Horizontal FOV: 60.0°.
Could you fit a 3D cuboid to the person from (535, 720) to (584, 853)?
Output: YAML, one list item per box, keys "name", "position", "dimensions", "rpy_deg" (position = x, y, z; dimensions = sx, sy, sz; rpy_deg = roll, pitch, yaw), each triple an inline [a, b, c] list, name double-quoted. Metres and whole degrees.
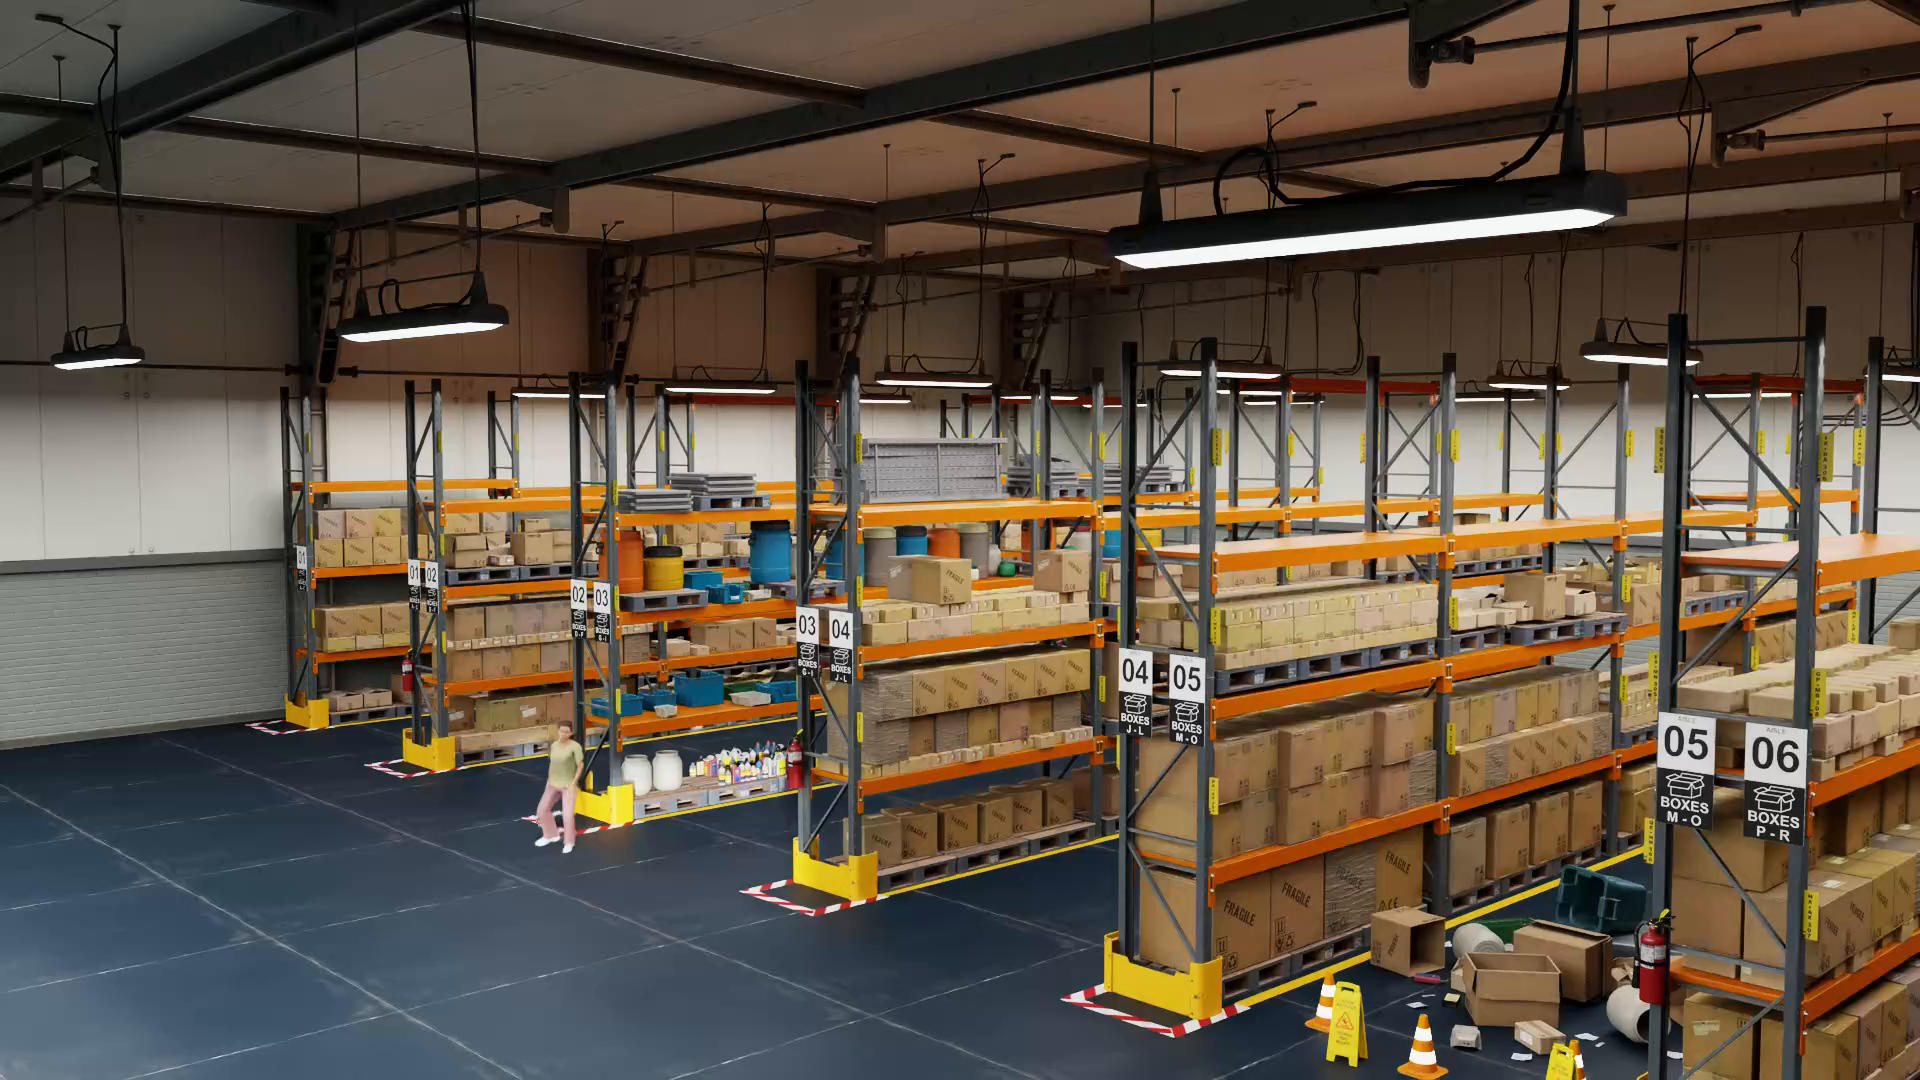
- name: "person"
  position: [-4.965, 3.041, 20.513]
  dimensions: [0.714, 1.661, 0.561]
  rpy_deg: [1, 4, 12]
